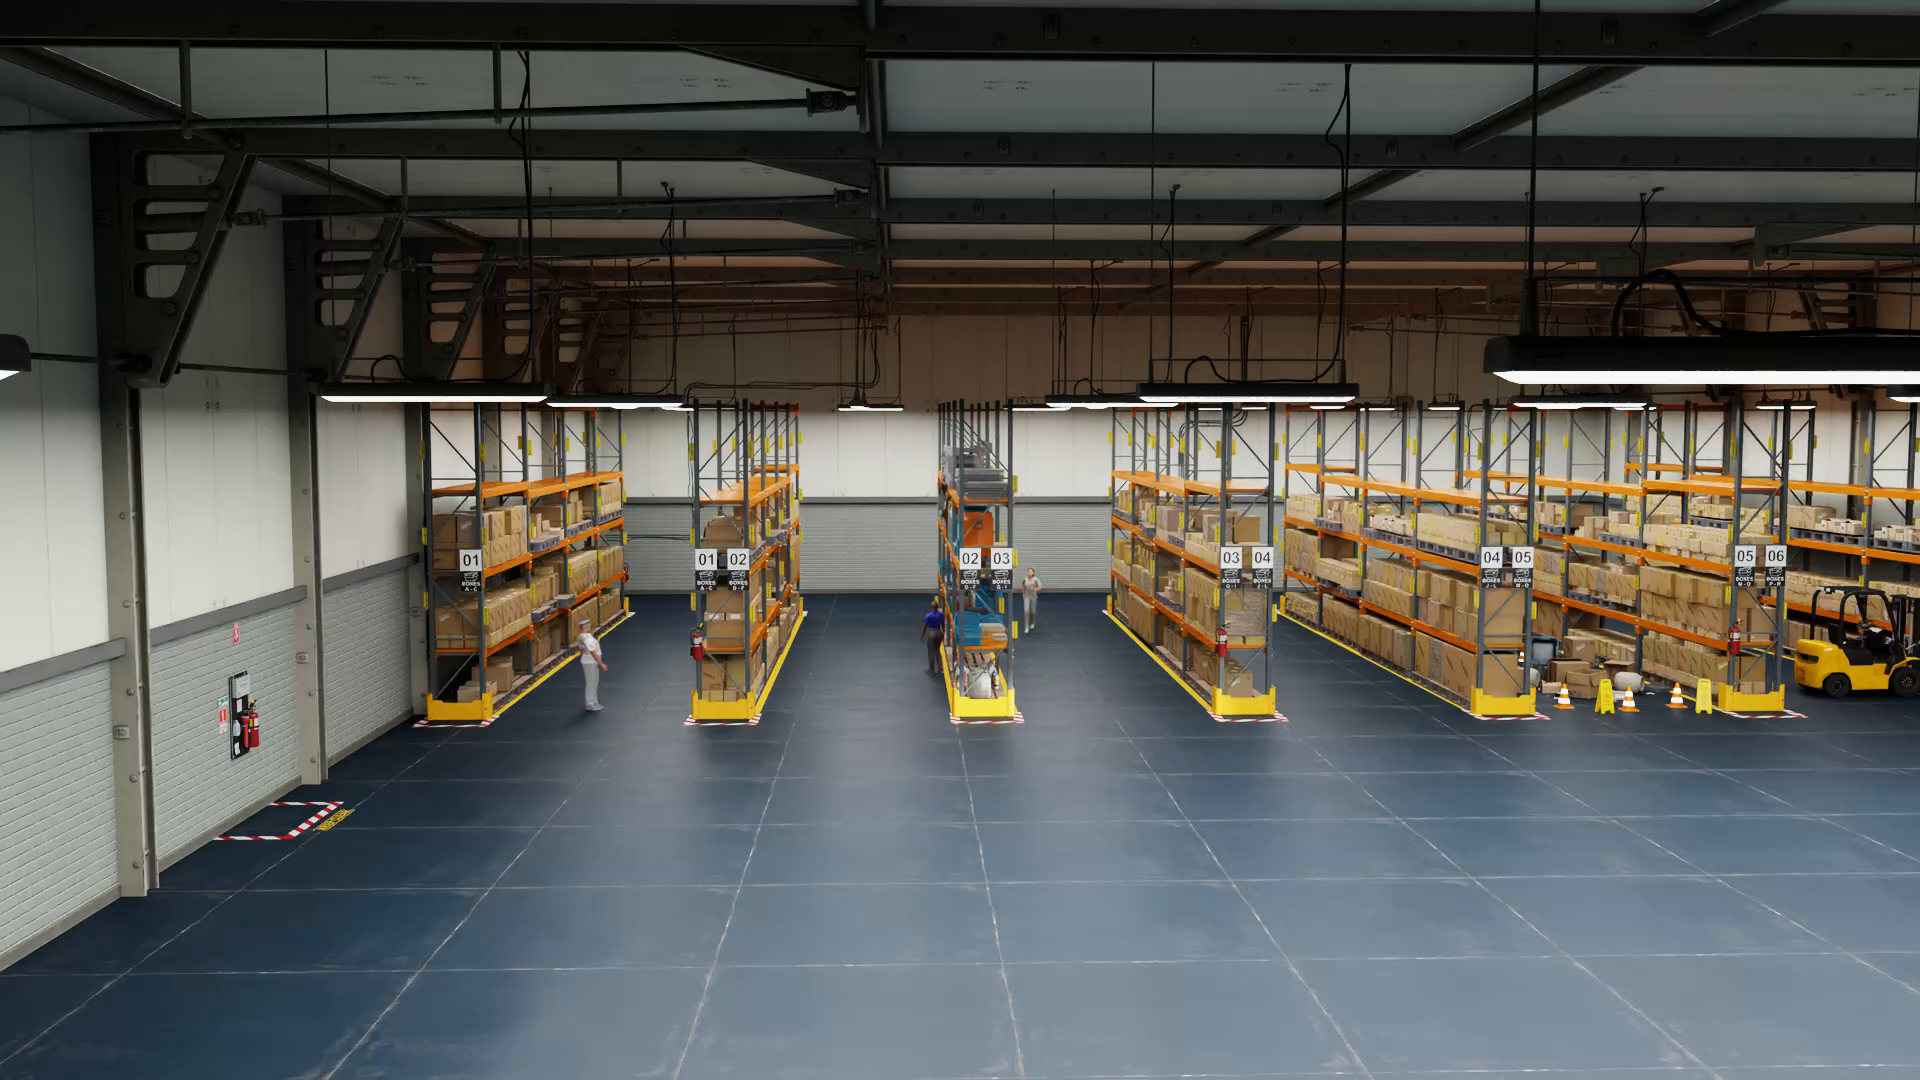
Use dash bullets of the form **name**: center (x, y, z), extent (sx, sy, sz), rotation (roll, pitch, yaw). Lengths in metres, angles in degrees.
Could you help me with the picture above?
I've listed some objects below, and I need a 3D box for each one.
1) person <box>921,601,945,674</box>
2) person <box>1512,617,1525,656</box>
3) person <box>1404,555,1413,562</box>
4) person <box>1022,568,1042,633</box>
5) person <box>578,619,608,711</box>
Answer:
- **person**: center (-0.586, 2.151, 36.537), extent (0.494, 1.659, 0.497), rotation (-3, 5, -35)
- **person**: center (13.167, 1.858, 39.225), extent (0.640, 1.822, 0.580), rotation (-1, 4, -14)
- **person**: center (13.537, 1.058, 50.134), extent (0.855, 1.683, 0.578), rotation (-1, 4, -8)
- **person**: center (1.887, 1.572, 43.769), extent (0.534, 1.708, 0.833), rotation (0, 4, 3)
- **person**: center (-7.097, 2.419, 32.160), extent (0.600, 1.788, 0.621), rotation (0, 4, -4)
